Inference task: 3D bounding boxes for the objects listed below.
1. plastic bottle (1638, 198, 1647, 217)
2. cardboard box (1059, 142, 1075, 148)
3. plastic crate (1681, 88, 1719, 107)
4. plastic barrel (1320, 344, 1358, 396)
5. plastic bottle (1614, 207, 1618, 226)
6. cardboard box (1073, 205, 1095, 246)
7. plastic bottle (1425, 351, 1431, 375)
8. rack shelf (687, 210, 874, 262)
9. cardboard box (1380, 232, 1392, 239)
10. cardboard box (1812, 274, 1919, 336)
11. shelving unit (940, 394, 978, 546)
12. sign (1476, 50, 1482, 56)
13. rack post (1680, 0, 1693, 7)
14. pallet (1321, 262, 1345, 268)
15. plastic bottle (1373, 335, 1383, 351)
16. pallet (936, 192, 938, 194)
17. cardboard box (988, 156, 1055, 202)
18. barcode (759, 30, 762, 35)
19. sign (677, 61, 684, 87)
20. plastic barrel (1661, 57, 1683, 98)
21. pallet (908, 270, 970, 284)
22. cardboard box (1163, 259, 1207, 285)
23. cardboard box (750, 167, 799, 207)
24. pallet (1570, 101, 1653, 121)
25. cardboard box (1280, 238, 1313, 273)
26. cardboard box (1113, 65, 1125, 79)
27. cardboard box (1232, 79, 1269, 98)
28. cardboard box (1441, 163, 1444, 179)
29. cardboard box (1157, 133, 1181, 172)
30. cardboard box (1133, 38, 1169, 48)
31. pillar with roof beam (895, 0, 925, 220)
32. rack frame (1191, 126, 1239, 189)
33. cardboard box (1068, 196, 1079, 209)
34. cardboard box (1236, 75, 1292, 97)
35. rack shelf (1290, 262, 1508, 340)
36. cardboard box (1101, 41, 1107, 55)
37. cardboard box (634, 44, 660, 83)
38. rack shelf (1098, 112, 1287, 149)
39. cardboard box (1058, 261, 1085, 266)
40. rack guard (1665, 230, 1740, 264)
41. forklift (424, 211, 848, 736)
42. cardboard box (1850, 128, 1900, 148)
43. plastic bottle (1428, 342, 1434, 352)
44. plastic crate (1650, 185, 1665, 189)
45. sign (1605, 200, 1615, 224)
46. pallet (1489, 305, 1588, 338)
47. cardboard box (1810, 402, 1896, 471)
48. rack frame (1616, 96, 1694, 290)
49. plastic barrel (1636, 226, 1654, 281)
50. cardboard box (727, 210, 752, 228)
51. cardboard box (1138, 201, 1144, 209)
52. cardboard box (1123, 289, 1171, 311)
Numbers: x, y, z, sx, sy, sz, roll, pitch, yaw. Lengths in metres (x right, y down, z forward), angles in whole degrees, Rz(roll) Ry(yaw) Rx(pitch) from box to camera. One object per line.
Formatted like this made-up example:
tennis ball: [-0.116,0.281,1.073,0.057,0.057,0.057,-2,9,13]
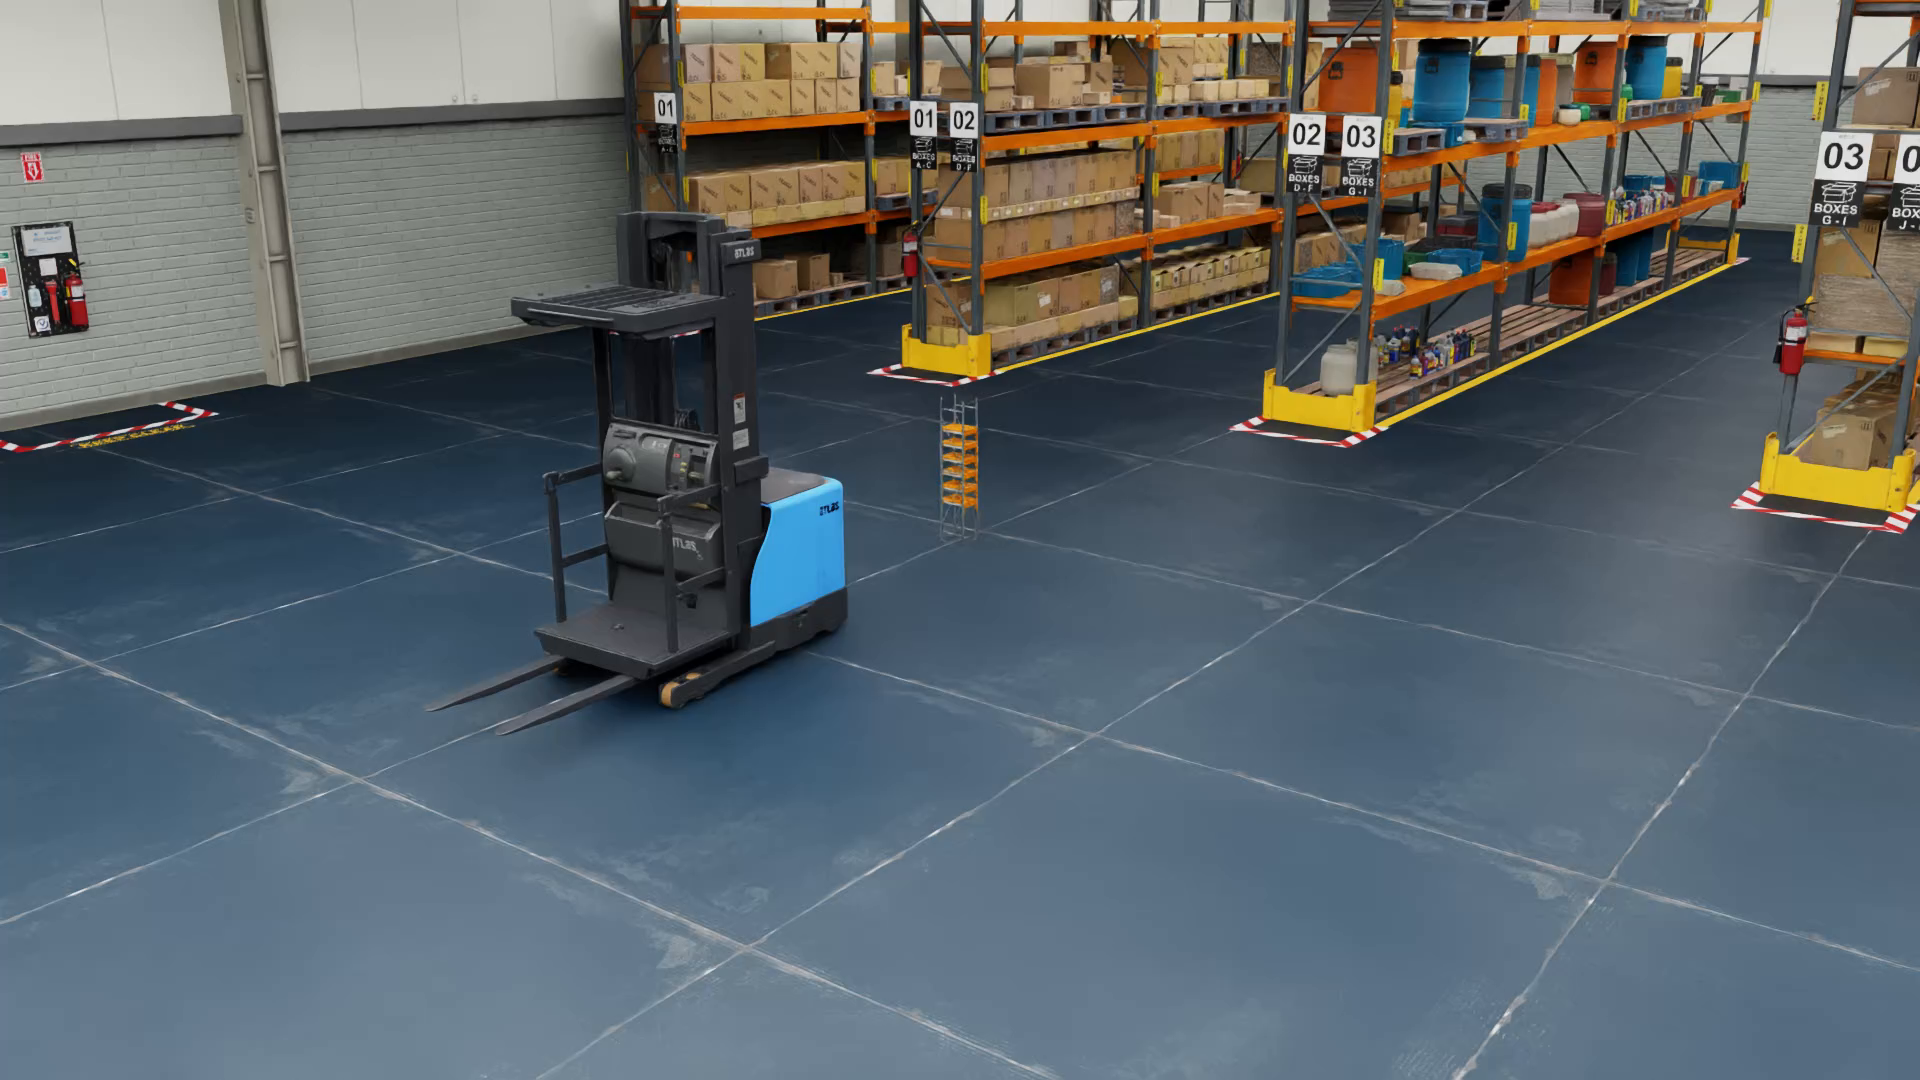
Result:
plastic bottle: [10.254,-5.022,25.066,0.152,0.276,0.135,12,21,35]
cardboard box: [1.718,-7.192,29.878,0.500,0.250,0.500,13,21,35]
plastic crate: [11.927,-7.144,26.853,0.497,0.269,0.590,12,21,35]
plastic barrel: [4.147,-1.851,18.133,0.421,0.512,0.421,0,17,0]
plastic bottle: [9.376,-4.670,23.935,0.152,0.276,0.135,12,21,35]
cardboard box: [1.353,-4.192,22.018,0.700,0.500,0.500,13,21,35]
plastic bottle: [5.351,-2.034,19.093,0.097,0.271,0.097,0,17,0]
rack shelf: [-2.949,-4.552,24.556,1.077,0.370,4.000,12,21,35]
cardboard box: [7.414,-5.390,29.835,0.500,0.311,0.500,12,21,35]
cardboard box: [8.144,-2.109,14.807,0.875,0.500,0.500,12,21,35]
shelving unit: [-0.009,-0.570,13.555,0.258,1.200,0.189,12,21,35]
sign: [9.807,-9.108,31.464,0.100,0.325,0.005,12,21,35]
rack post: [10.439,-8.160,24.975,0.937,0.300,0.954,12,21,34]
pallet: [5.810,-4.578,28.131,1.003,0.211,1.213,12,21,35]
plastic bottle: [4.909,-2.256,19.677,0.144,0.351,0.185,13,22,37]
pallet: [0.287,-6.044,28.472,1.213,0.211,1.003,12,21,35]
cardboard box: [0.769,-4.580,21.077,0.700,0.500,0.500,13,21,35]
barcode: [-2.930,-7.456,24.435,0.001,0.075,0.075,12,21,35]
sign: [-3.704,-6.173,22.032,0.100,0.325,0.005,12,21,35]
plastic barrel: [10.585,-6.996,25.131,0.600,0.588,0.600,0,17,0]
pallet: [-0.568,-4.517,27.934,1.003,0.211,1.213,12,21,35]
cardboard box: [3.280,-3.948,24.383,0.500,0.311,0.500,12,21,33]
cardboard box: [-2.701,-5.138,24.187,0.500,0.500,0.500,13,22,36]
pallet: [9.117,-6.081,23.528,1.003,0.211,1.213,12,21,35]
cardboard box: [5.415,-4.650,27.132,0.500,0.500,0.500,12,21,33]
cardboard box: [3.229,-9.091,32.277,0.500,0.250,0.500,13,21,35]
cardboard box: [4.382,-6.893,25.370,0.500,0.250,0.500,11,20,31]
cardboard box: [8.717,-7.006,31.078,0.500,0.500,0.500,13,21,35]
cardboard box: [3.785,-7.719,33.038,0.980,0.700,0.700,12,21,33]
cardboard box: [3.660,-9.364,31.895,0.500,0.500,0.500,12,21,34]
pillar with roof beam: [2.615,-8.272,25.207,9.100,9.000,0.400,12,21,35]
rack frame: [5.393,-8.230,35.187,1.000,3.000,0.127,12,21,35]
cardboard box: [1.320,-4.386,21.547,0.380,0.149,0.250,13,22,36]
cardboard box: [4.840,-7.040,26.129,0.910,0.500,0.500,12,21,35]
rack shelf: [5.008,-2.801,18.918,1.077,0.370,4.000,12,21,35]
cardboard box: [2.380,-9.139,30.882,0.500,0.250,0.500,14,22,39]
cardboard box: [-4.093,-6.535,22.784,0.500,0.500,0.500,14,22,37]
rack shelf: [3.415,-6.062,24.363,1.077,0.370,4.000,12,21,35]
cardboard box: [1.404,-3.567,22.836,0.500,0.500,0.500,12,21,35]
rack guard: [13.353,-5.293,29.946,1.175,0.500,0.348,12,21,35]
forklift: [-2.035,-0.508,10.438,1.130,2.935,3.031,11,21,32]
cardboard box: [7.958,-3.507,14.501,0.380,0.149,0.250,12,21,33]
plastic bottle: [5.555,-2.187,19.568,0.061,0.283,0.133,12,21,35]
plastic crate: [11.762,-5.897,28.018,0.293,0.136,0.466,12,21,35]
sign: [9.029,-4.556,23.082,0.100,0.325,0.005,12,21,35]
pallet: [8.090,-3.064,23.255,1.003,0.211,1.213,12,21,35]
cardboard box: [8.179,-0.945,15.237,0.500,0.500,0.500,-15,23,-40]
rack frame: [10.966,-5.526,26.482,1.000,3.000,0.127,12,21,35]
plastic barrel: [10.628,-4.598,26.323,0.600,0.901,0.708,12,21,35]
cardboard box: [-3.297,-4.543,23.534,0.500,0.250,0.500,12,21,33]
cardboard box: [3.538,-6.444,32.943,0.700,0.500,0.500,13,21,35]
cardboard box: [2.663,-3.437,23.681,0.500,0.250,0.500,12,21,33]
